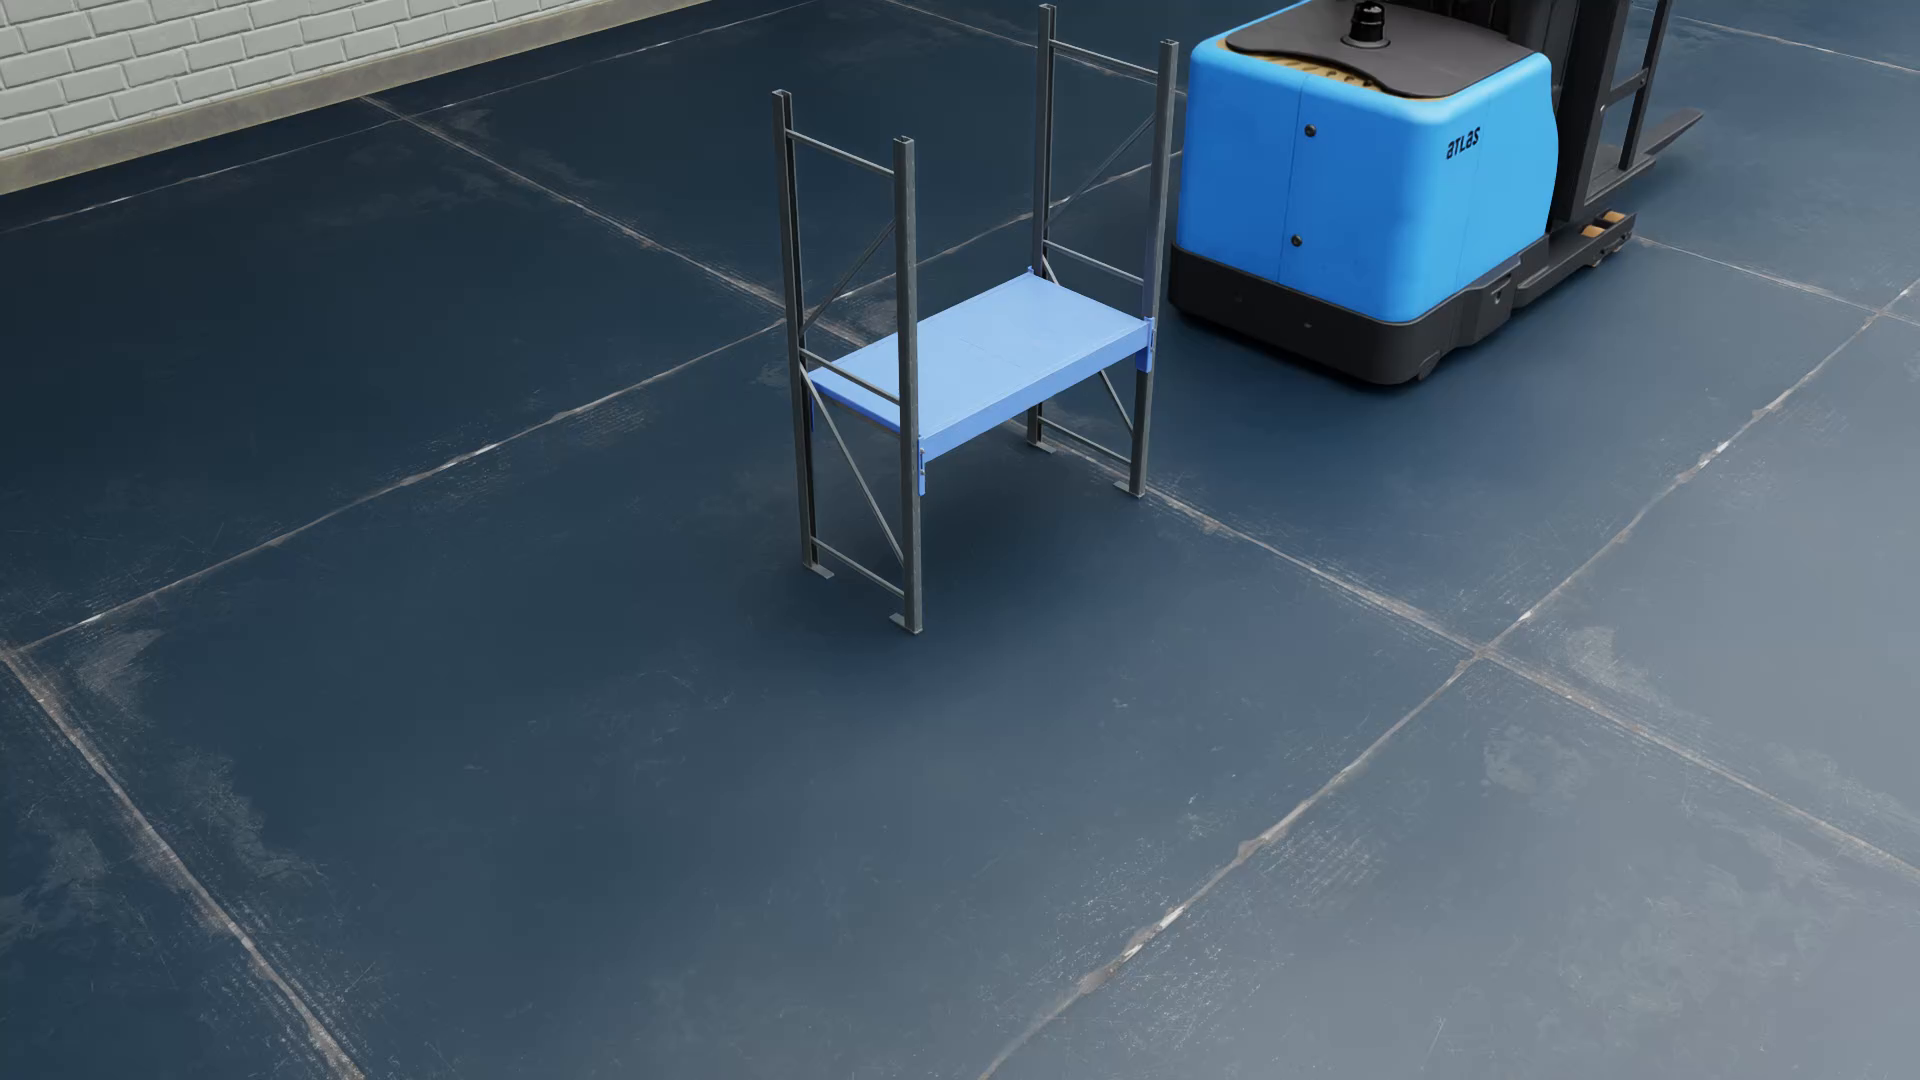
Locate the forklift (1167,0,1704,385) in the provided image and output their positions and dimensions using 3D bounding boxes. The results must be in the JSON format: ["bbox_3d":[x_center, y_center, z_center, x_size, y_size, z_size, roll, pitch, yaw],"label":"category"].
[{"bbox_3d":[2.178,-2.508,6.284,1.130,2.935,3.031,28,44,34],"label":"forklift"}]

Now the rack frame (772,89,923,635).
[{"bbox_3d":[-0.298,-0.443,4.575,0.500,1.500,0.032,30,45,35],"label":"rack frame"}]

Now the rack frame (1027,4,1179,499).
[{"bbox_3d":[0.418,-0.856,5.167,0.500,1.500,0.032,30,45,35],"label":"rack frame"}]

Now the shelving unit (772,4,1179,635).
[{"bbox_3d":[0.060,-0.650,4.871,0.538,1.500,1.048,30,45,35],"label":"shelving unit"}]

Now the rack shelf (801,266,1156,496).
[{"bbox_3d":[0.060,-0.502,4.974,0.538,0.185,1.000,30,45,35],"label":"rack shelf"}]
